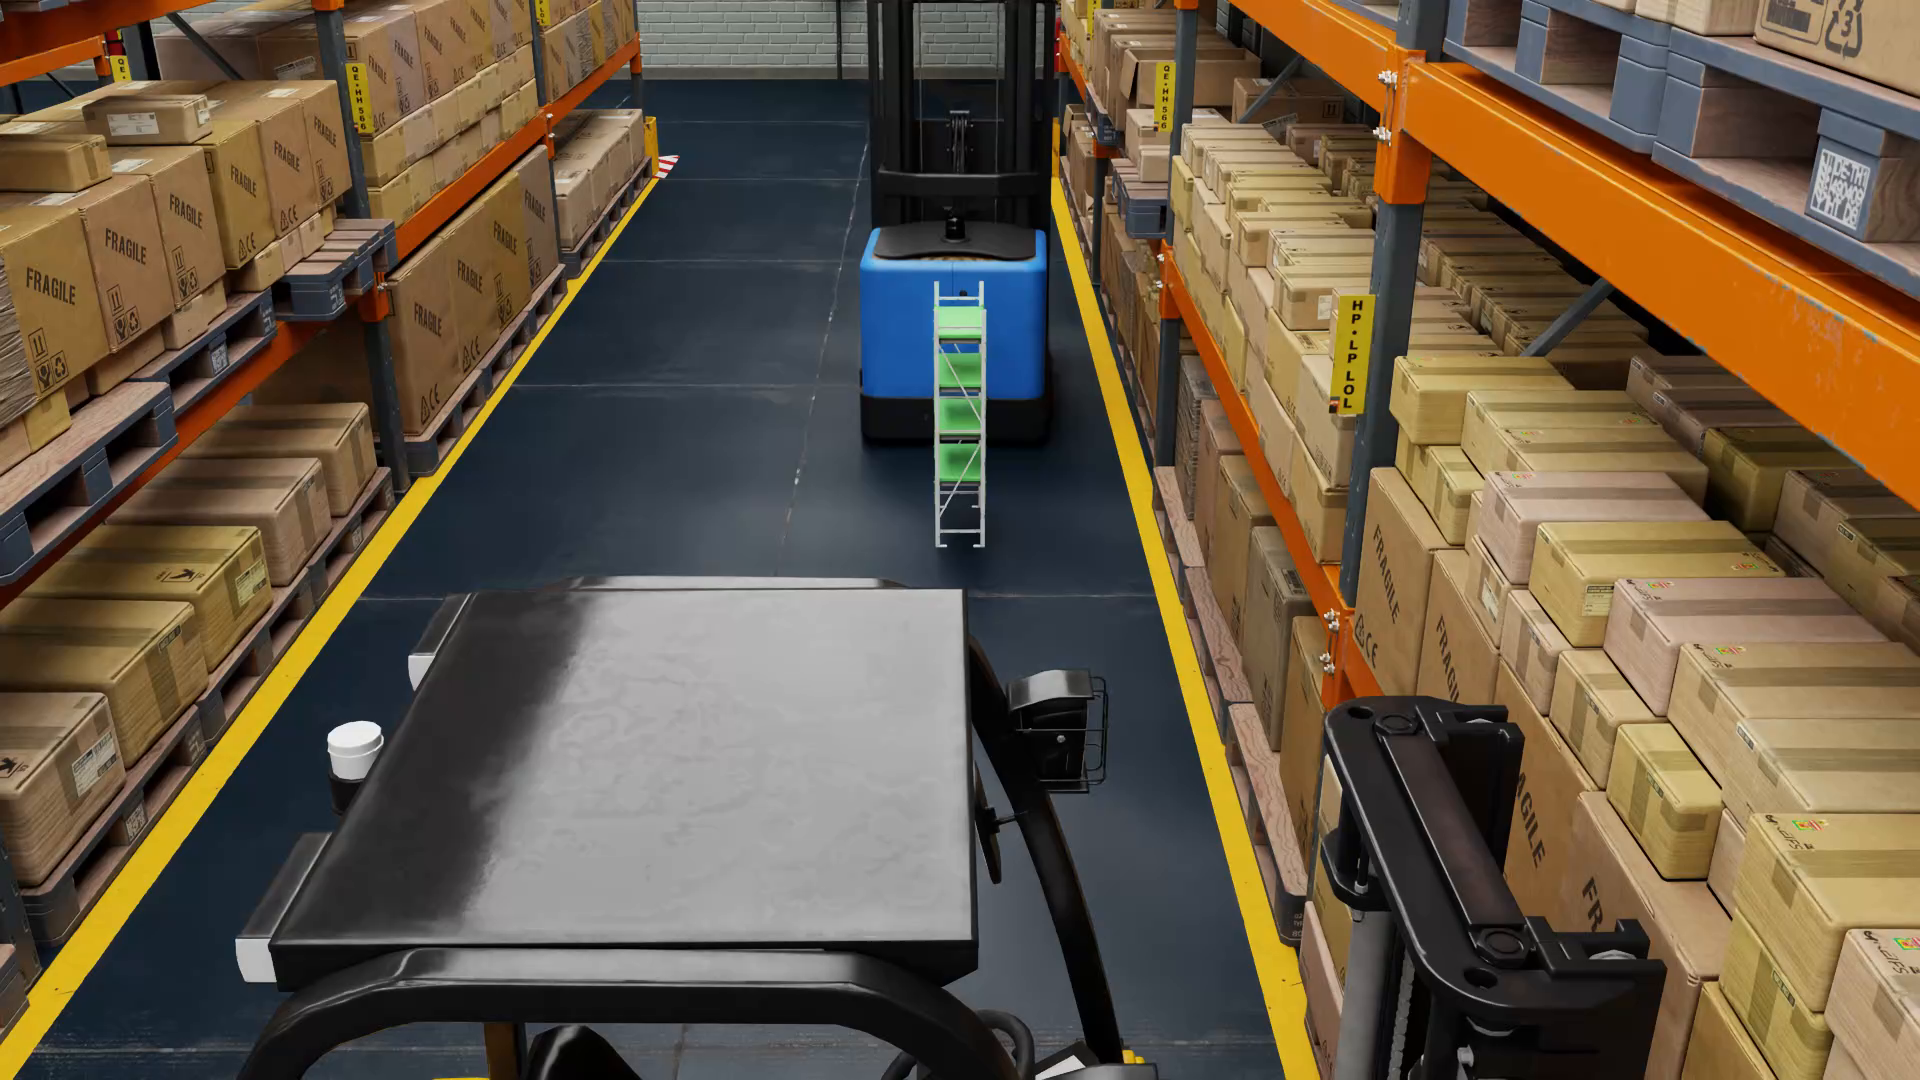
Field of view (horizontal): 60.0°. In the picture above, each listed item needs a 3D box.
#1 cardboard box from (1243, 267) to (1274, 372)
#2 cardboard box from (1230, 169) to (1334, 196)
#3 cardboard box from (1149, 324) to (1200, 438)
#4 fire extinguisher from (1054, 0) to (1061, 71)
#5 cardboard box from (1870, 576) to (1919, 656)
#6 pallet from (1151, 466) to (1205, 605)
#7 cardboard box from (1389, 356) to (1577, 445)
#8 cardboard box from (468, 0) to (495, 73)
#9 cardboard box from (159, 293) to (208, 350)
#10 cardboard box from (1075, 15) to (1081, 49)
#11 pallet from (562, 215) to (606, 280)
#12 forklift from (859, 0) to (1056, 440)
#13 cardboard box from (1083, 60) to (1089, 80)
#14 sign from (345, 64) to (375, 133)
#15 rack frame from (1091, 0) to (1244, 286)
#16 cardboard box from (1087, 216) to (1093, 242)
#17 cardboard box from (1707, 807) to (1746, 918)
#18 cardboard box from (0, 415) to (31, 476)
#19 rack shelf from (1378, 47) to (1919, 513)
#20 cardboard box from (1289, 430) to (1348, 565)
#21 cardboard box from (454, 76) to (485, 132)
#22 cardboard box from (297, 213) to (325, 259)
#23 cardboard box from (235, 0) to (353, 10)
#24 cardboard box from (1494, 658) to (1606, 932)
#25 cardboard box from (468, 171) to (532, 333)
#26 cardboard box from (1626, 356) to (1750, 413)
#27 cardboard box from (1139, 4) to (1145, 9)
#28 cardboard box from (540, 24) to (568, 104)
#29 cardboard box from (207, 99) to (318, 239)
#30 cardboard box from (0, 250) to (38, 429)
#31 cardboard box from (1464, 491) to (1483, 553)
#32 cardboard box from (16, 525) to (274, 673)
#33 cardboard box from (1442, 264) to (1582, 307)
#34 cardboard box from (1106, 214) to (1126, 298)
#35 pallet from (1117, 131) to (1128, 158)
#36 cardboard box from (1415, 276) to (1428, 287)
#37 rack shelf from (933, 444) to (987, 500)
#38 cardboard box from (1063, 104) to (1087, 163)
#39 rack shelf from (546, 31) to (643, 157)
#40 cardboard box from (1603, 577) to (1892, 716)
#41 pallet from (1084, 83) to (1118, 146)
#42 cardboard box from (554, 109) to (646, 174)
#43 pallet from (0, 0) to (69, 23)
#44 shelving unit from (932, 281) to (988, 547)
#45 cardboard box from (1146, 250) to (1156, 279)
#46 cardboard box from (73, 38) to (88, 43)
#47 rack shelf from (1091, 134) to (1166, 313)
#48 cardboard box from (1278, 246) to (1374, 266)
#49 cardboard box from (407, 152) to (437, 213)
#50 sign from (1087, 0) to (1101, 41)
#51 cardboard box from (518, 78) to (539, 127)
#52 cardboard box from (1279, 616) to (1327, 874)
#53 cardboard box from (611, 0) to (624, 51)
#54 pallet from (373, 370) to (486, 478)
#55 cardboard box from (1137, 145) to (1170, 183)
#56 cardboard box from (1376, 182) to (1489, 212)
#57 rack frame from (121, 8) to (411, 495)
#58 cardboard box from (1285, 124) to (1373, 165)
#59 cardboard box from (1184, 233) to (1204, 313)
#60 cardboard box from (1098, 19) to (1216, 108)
[{"bbox_3d":[1.303,-0.785,5.920,0.500,0.250,0.500,0,24,0],"label":"cardboard box"},{"bbox_3d":[1.323,-1.431,6.866,0.380,0.149,0.250,0,24,0],"label":"cardboard box"},{"bbox_3d":[1.314,-0.875,9.069,0.500,0.500,0.500,0,24,1],"label":"cardboard box"},{"bbox_3d":[0.982,-4.800,15.768,0.296,0.674,0.183,0,24,-1],"label":"fire extinguisher"},{"bbox_3d":[1.864,0.180,2.943,0.380,0.149,0.250,-1,24,-1],"label":"cardboard box"},{"bbox_3d":[1.503,-0.040,8.082,1.003,0.211,1.213,0,24,-1],"label":"pallet"},{"bbox_3d":[1.283,-0.345,4.104,0.380,0.149,0.250,0,24,1],"label":"cardboard box"},{"bbox_3d":[-3.219,-3.170,10.285,0.500,0.500,0.500,0,24,1],"label":"cardboard box"},{"bbox_3d":[-3.063,-0.821,6.220,0.380,0.149,0.250,1,24,1],"label":"cardboard box"},{"bbox_3d":[1.223,-4.198,13.713,0.500,0.250,0.500,-1,24,-2],"label":"cardboard box"},{"bbox_3d":[-3.404,-2.317,13.117,1.003,0.211,1.213,0,24,-1],"label":"pallet"},{"bbox_3d":[0.017,-2.460,10.132,1.130,2.935,3.031,1,24,2],"label":"forklift"},{"bbox_3d":[1.175,-3.741,13.187,0.380,0.149,0.250,-1,24,-1],"label":"cardboard box"},{"bbox_3d":[-2.888,-2.124,7.996,0.100,0.325,0.005,0,24,-1],"label":"sign"},{"bbox_3d":[1.489,-3.298,11.902,1.000,3.000,0.127,0,24,-1],"label":"rack frame"},{"bbox_3d":[1.190,-2.419,12.907,0.380,0.149,0.250,-1,24,-2],"label":"cardboard box"},{"bbox_3d":[1.385,0.532,2.524,0.380,0.149,0.250,0,24,-1],"label":"cardboard box"},{"bbox_3d":[-3.077,-0.284,5.032,0.380,0.149,0.250,0,24,0],"label":"cardboard box"},{"bbox_3d":[1.599,-0.216,2.321,1.077,0.370,4.000,0,24,-1],"label":"rack shelf"},{"bbox_3d":[1.310,-0.140,5.101,0.500,0.250,0.500,0,24,1],"label":"cardboard box"},{"bbox_3d":[-3.179,-2.623,9.984,0.500,0.250,0.500,0,24,0],"label":"cardboard box"},{"bbox_3d":[-3.069,-1.355,7.401,0.380,0.149,0.250,0,24,-1],"label":"cardboard box"},{"bbox_3d":[-3.710,-2.755,9.367,0.500,0.500,0.500,0,24,-1],"label":"cardboard box"},{"bbox_3d":[1.349,0.560,3.250,0.500,0.500,0.500,0,24,-1],"label":"cardboard box"},{"bbox_3d":[-3.370,-1.870,10.813,0.875,0.875,0.875,0,24,1],"label":"cardboard box"},{"bbox_3d":[1.882,-0.348,4.110,0.380,0.149,0.250,0,24,0],"label":"cardboard box"},{"bbox_3d":[1.721,-4.408,14.178,0.500,0.250,0.500,1,24,1],"label":"cardboard box"},{"bbox_3d":[-3.217,-3.514,12.259,0.500,0.500,0.500,1,24,1],"label":"cardboard box"},{"bbox_3d":[-3.131,-1.599,7.154,0.500,0.500,0.500,-1,24,-1],"label":"cardboard box"},{"bbox_3d":[-3.105,-0.544,4.822,0.500,0.500,0.500,0,24,1],"label":"cardboard box"},{"bbox_3d":[1.352,0.004,3.693,0.380,0.149,0.250,0,24,-1],"label":"cardboard box"},{"bbox_3d":[-3.415,0.230,6.782,0.950,0.372,0.625,1,24,1],"label":"cardboard box"},{"bbox_3d":[1.811,-0.807,5.486,0.380,0.149,0.250,0,24,-1],"label":"cardboard box"},{"bbox_3d":[1.285,-1.931,11.402,0.500,0.500,0.500,-1,24,-1],"label":"cardboard box"},{"bbox_3d":[1.507,-2.364,10.069,1.003,0.211,1.213,0,24,-1],"label":"pallet"},{"bbox_3d":[1.838,-0.790,5.932,0.500,0.250,0.500,-1,24,-2],"label":"cardboard box"},{"bbox_3d":[-0.002,-0.338,8.279,0.258,0.148,0.480,0,24,-1],"label":"rack shelf"},{"bbox_3d":[1.358,-3.748,15.416,0.797,0.503,0.637,-1,24,-3],"label":"cardboard box"},{"bbox_3d":[-3.496,-3.770,13.820,1.077,0.370,4.000,0,24,-1],"label":"rack shelf"},{"bbox_3d":[1.377,0.185,2.931,0.380,0.149,0.250,0,24,-1],"label":"cardboard box"},{"bbox_3d":[1.389,-2.881,11.212,1.003,0.211,1.213,0,24,-1],"label":"pallet"},{"bbox_3d":[-3.410,-3.675,15.335,0.875,0.438,0.875,-1,24,-2],"label":"cardboard box"},{"bbox_3d":[-3.287,-1.514,4.545,1.213,0.211,1.003,0,24,-1],"label":"pallet"},{"bbox_3d":[-0.002,-0.615,8.154,0.258,1.200,0.503,0,24,-1],"label":"shelving unit"},{"bbox_3d":[1.321,-1.633,9.957,0.380,0.149,0.250,-1,24,-1],"label":"cardboard box"},{"bbox_3d":[-8.180,-4.611,15.110,0.380,0.149,0.250,0,24,0],"label":"cardboard box"},{"bbox_3d":[1.511,-2.146,10.228,1.077,0.370,4.000,0,24,-1],"label":"rack shelf"},{"bbox_3d":[1.304,-0.906,5.704,0.380,0.149,0.250,-1,24,-2],"label":"cardboard box"},{"bbox_3d":[-3.207,-1.972,9.152,0.500,0.250,0.500,-1,24,-2],"label":"cardboard box"},{"bbox_3d":[0.947,-3.687,11.711,0.100,0.325,0.005,0,24,-1],"label":"sign"},{"bbox_3d":[-3.217,-3.022,11.474,0.500,0.250,0.500,-1,24,-2],"label":"cardboard box"},{"bbox_3d":[1.560,0.674,5.491,0.875,0.625,0.625,1,24,2],"label":"cardboard box"},{"bbox_3d":[-3.257,-4.563,14.579,0.500,0.500,0.500,-1,24,-2],"label":"cardboard box"},{"bbox_3d":[-3.364,-0.681,9.498,1.003,0.211,1.213,0,24,-1],"label":"pallet"},{"bbox_3d":[1.142,-1.996,8.817,0.380,0.149,0.250,0,24,0],"label":"cardboard box"},{"bbox_3d":[1.879,-1.332,6.647,0.380,0.149,0.250,-1,24,-1],"label":"cardboard box"},{"bbox_3d":[-3.430,-1.626,8.205,1.000,3.000,0.127,0,24,-1],"label":"rack frame"},{"bbox_3d":[1.739,-1.858,7.809,0.380,0.149,0.250,1,24,1],"label":"cardboard box"},{"bbox_3d":[1.294,-1.190,7.423,0.500,0.250,0.500,-1,24,-2],"label":"cardboard box"},{"bbox_3d":[1.277,-3.121,10.880,0.700,0.500,0.500,0,24,0],"label":"cardboard box"}]
